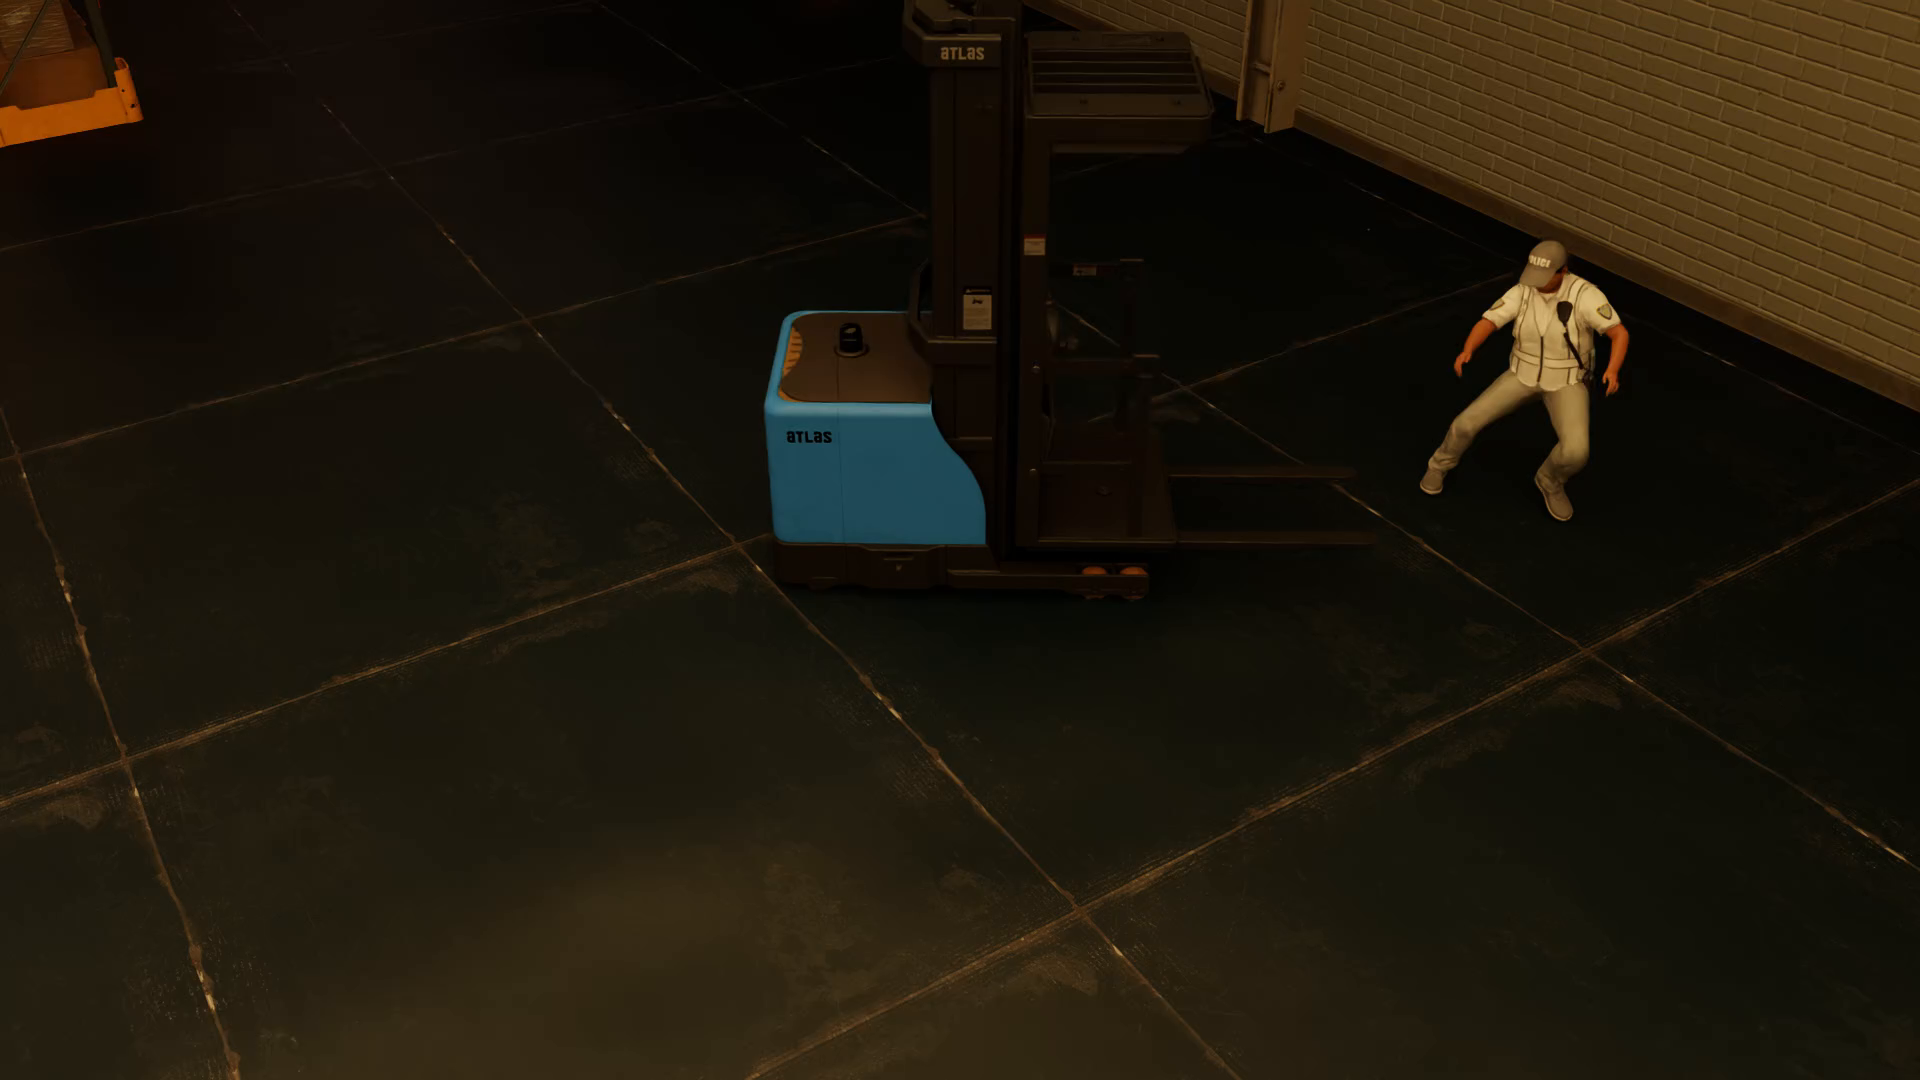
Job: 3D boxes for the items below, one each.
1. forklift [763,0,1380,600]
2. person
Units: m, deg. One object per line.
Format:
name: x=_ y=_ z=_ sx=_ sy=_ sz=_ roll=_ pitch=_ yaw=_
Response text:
forklift: x=0.587 y=-1.211 z=7.871 sx=3.031 sy=2.935 sz=1.130 roll=1 pitch=35 yaw=1
person: x=2.948 y=-0.808 z=8.570 sx=0.908 sy=1.463 sz=0.726 roll=24 pitch=42 yaw=30
